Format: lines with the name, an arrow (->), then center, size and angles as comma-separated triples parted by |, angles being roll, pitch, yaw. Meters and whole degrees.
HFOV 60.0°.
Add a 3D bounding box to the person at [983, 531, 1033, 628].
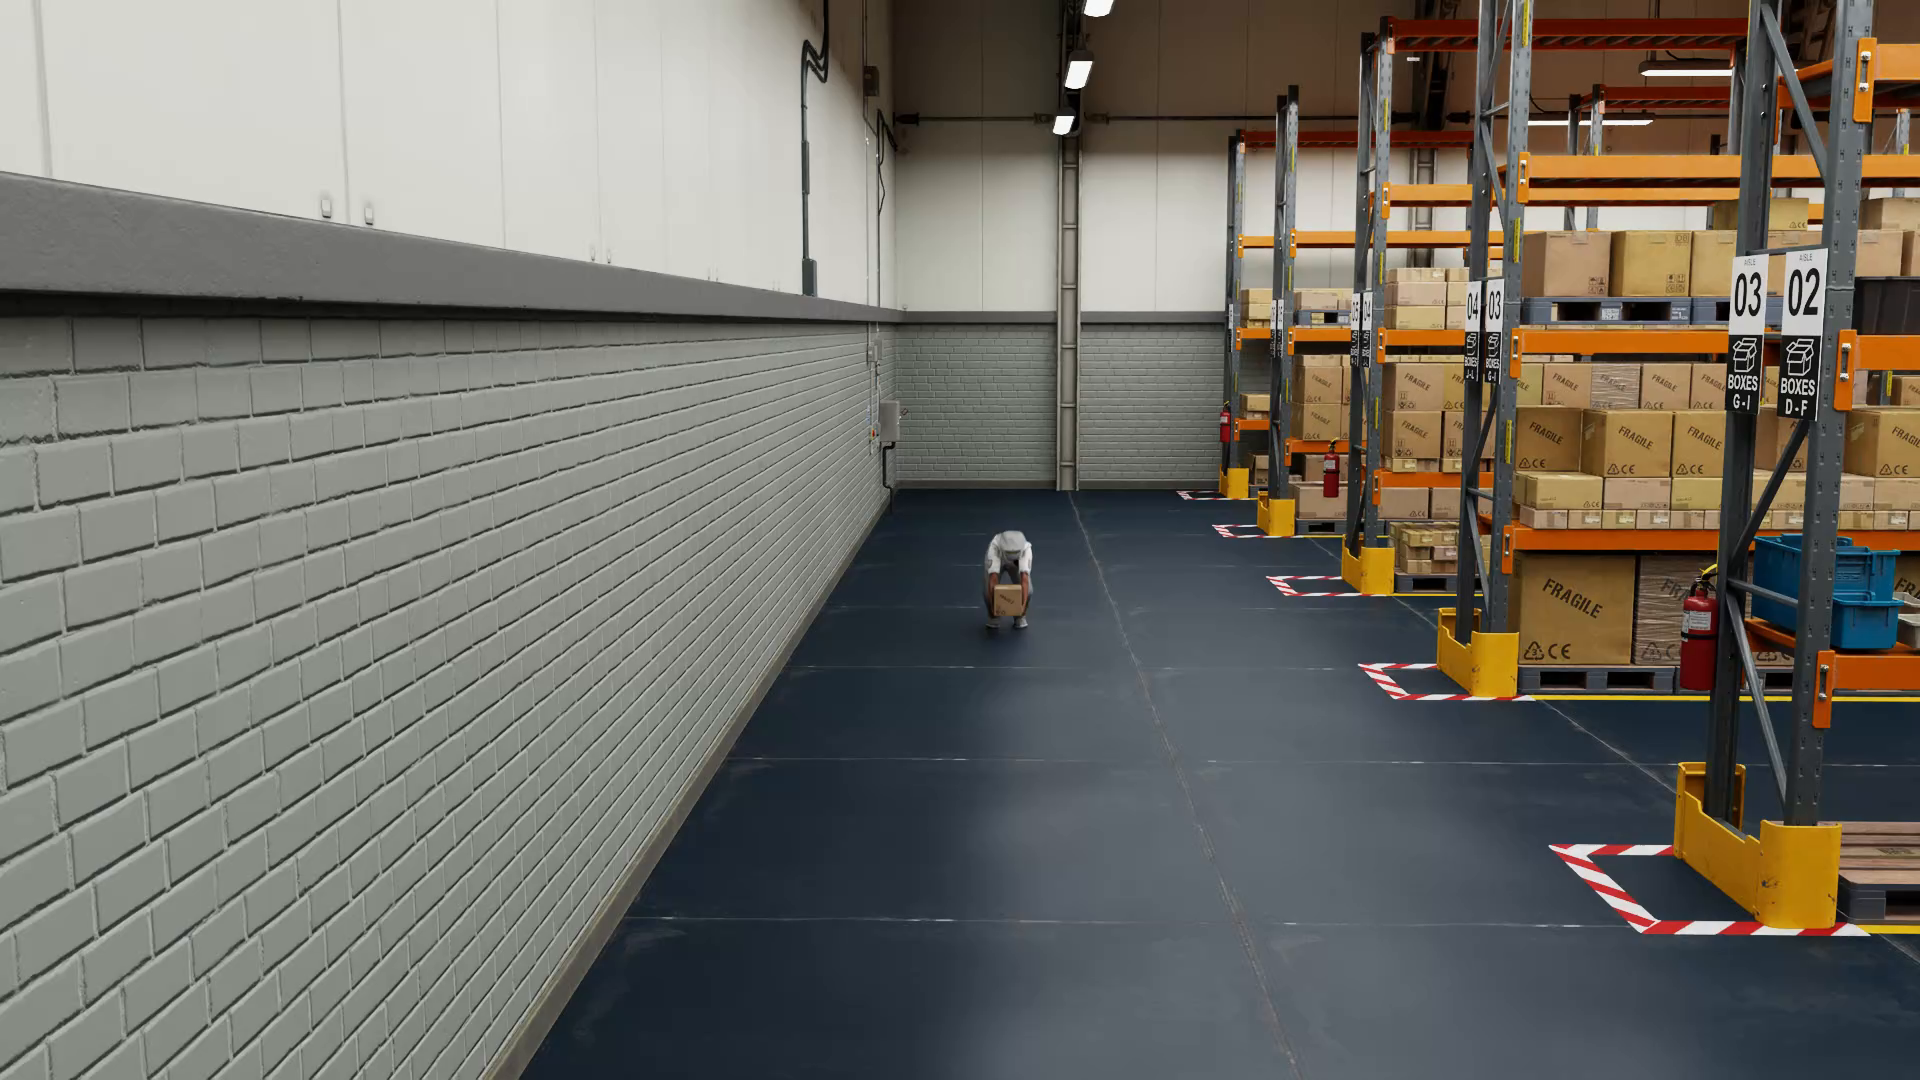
person -> 0.452, 0.362, 15.670 | 0.470, 0.979, 0.917 | 0, 7, -1
